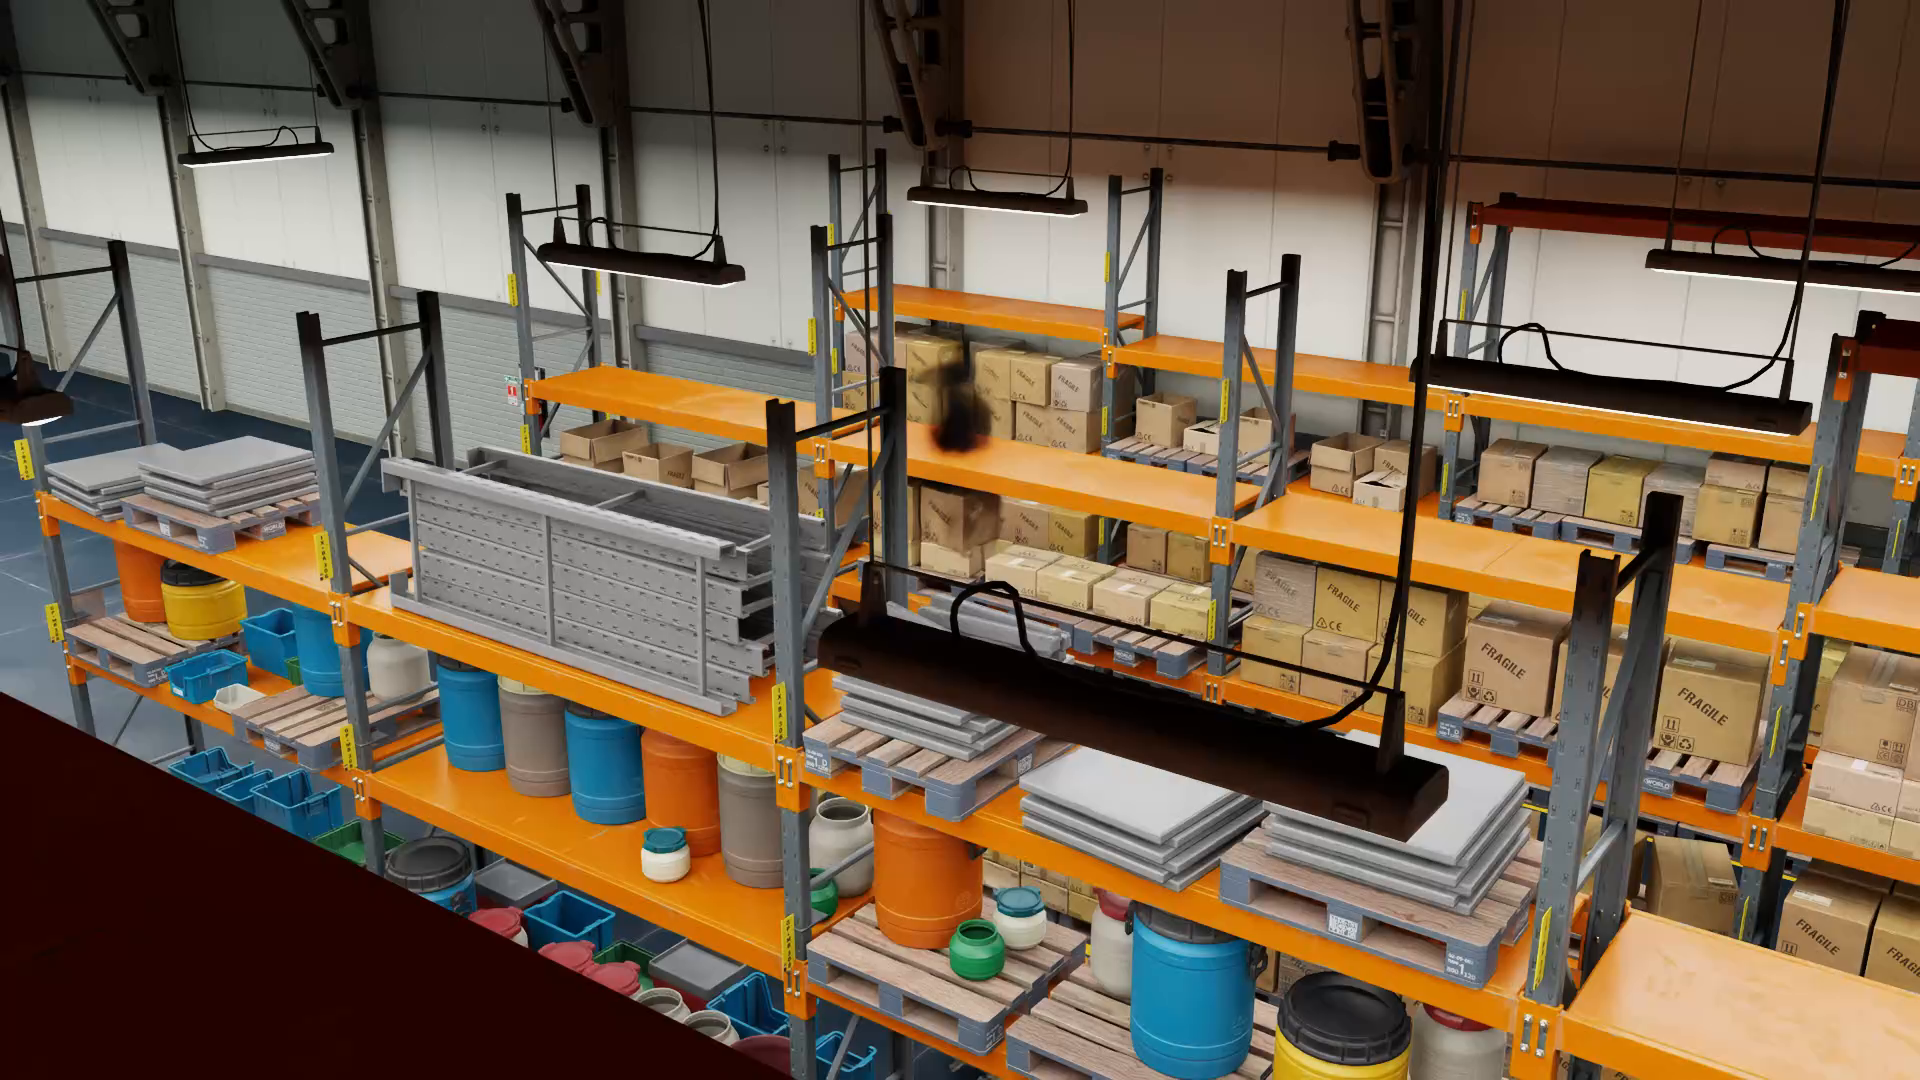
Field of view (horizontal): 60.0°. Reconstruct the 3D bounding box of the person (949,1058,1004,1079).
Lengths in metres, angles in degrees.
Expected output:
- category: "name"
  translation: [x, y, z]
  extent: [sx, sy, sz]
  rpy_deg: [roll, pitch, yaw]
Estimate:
- category: "person"
  translation: [0.045, 3.382, 12.468]
  extent: [0.800, 1.684, 0.499]
  rpy_deg: [9, 21, 25]
